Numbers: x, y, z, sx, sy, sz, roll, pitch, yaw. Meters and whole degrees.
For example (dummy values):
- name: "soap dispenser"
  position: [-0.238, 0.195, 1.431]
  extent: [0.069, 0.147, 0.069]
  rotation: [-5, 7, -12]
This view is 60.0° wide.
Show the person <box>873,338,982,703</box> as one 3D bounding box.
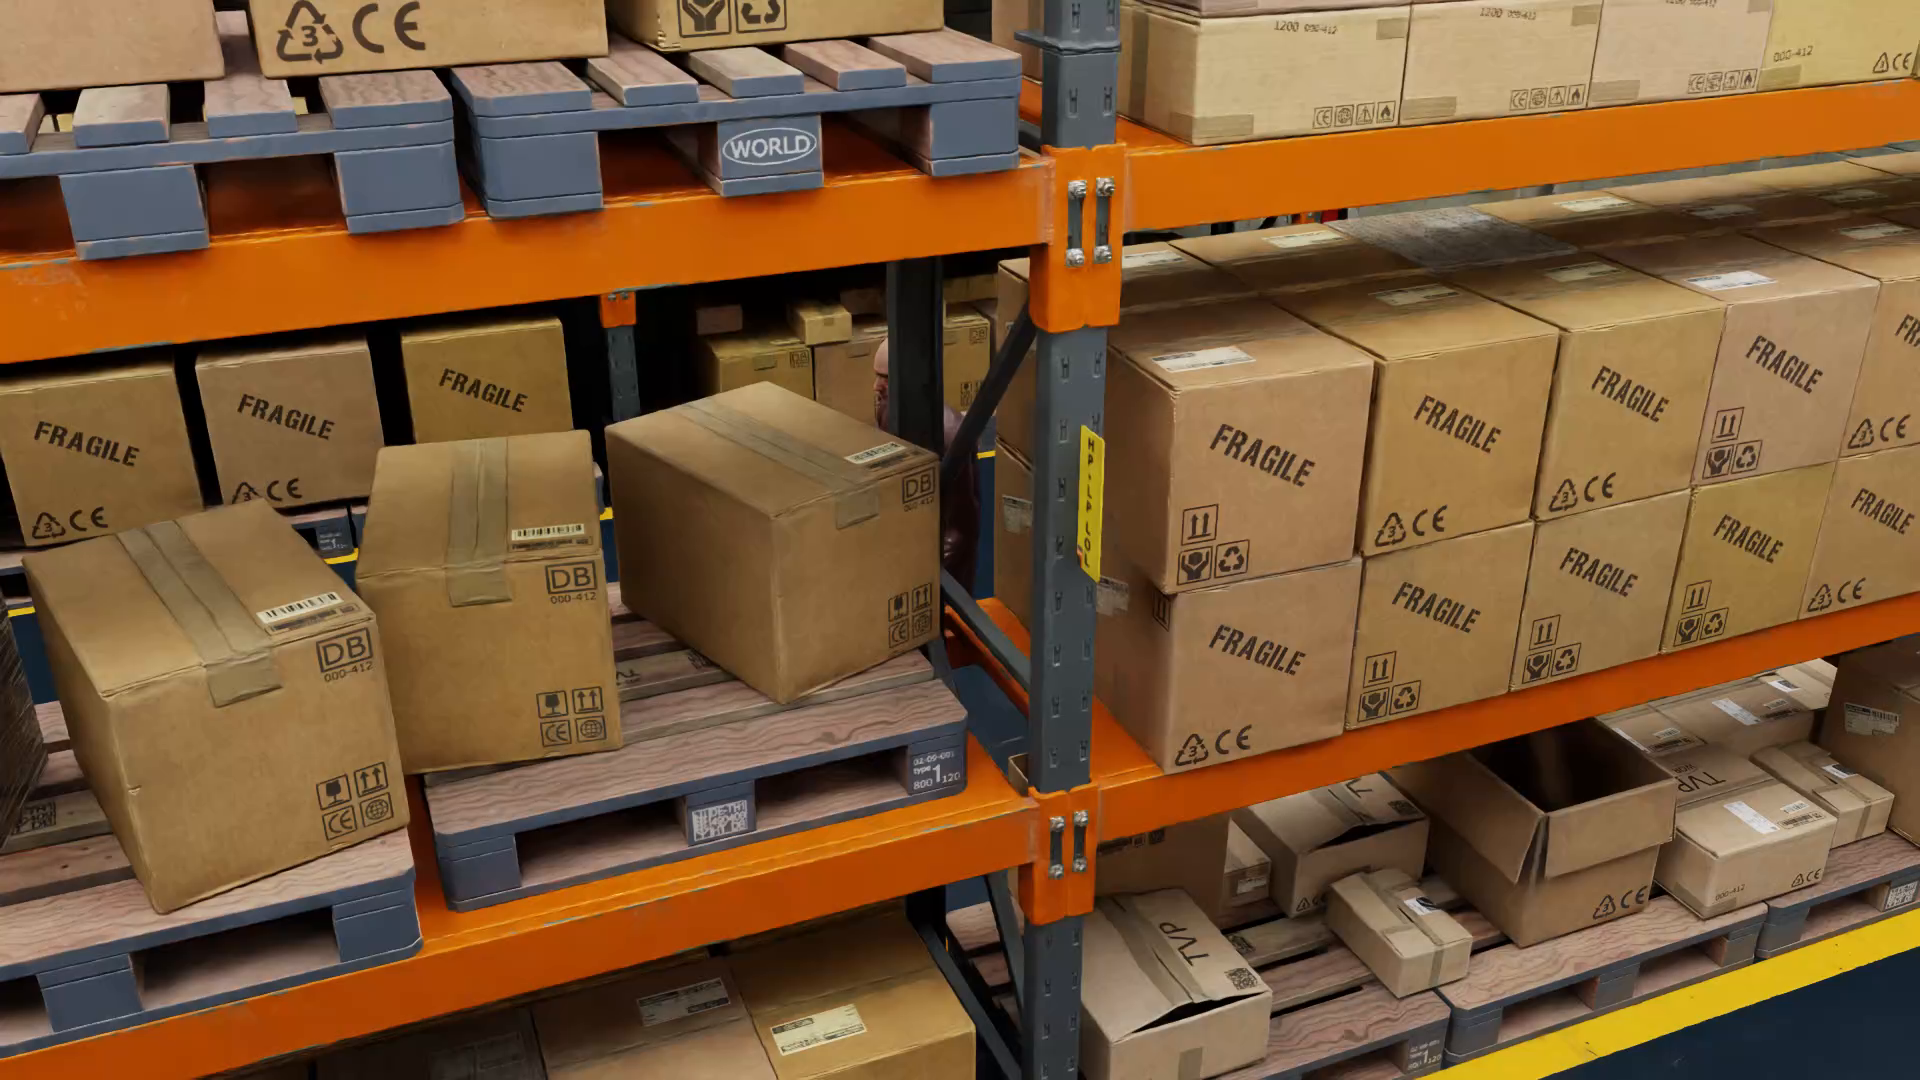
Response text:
- name: "person"
  position: [-0.152, 0.097, 5.924]
  extent: [0.428, 1.774, 0.644]
  rotation: [-12, 28, -23]
